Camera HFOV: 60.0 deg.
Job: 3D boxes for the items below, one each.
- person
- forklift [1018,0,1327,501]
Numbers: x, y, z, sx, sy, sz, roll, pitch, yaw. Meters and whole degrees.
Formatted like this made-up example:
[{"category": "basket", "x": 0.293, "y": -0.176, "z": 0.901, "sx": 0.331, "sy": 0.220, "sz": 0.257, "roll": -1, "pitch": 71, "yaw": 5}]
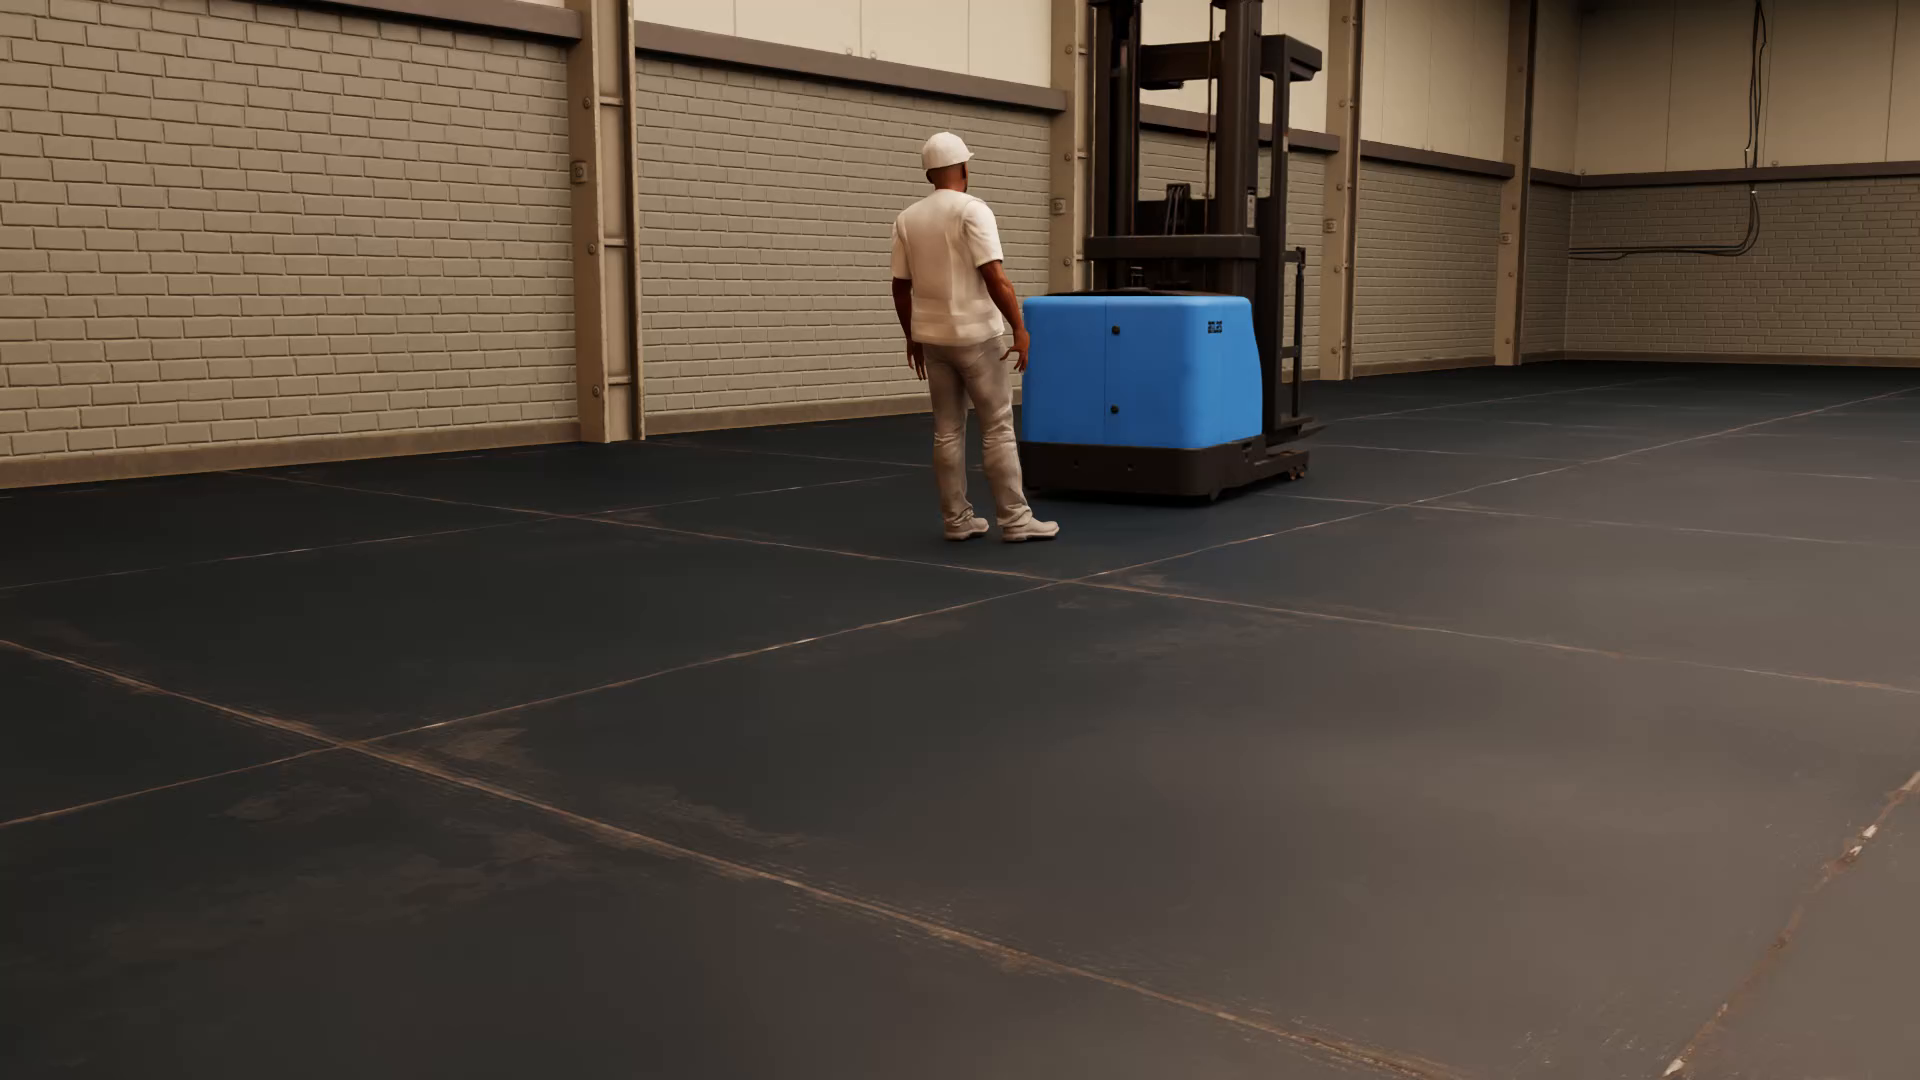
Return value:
[{"category": "person", "x": -0.001, "y": -0.909, "z": 7.261, "sx": 0.665, "sy": 1.706, "sz": 0.420, "roll": 7, "pitch": 11, "yaw": 38}, {"category": "forklift", "x": 1.444, "y": -1.825, "z": 9.755, "sx": 1.130, "sy": 2.935, "sz": 3.031, "roll": 4, "pitch": 9, "yaw": 27}]
